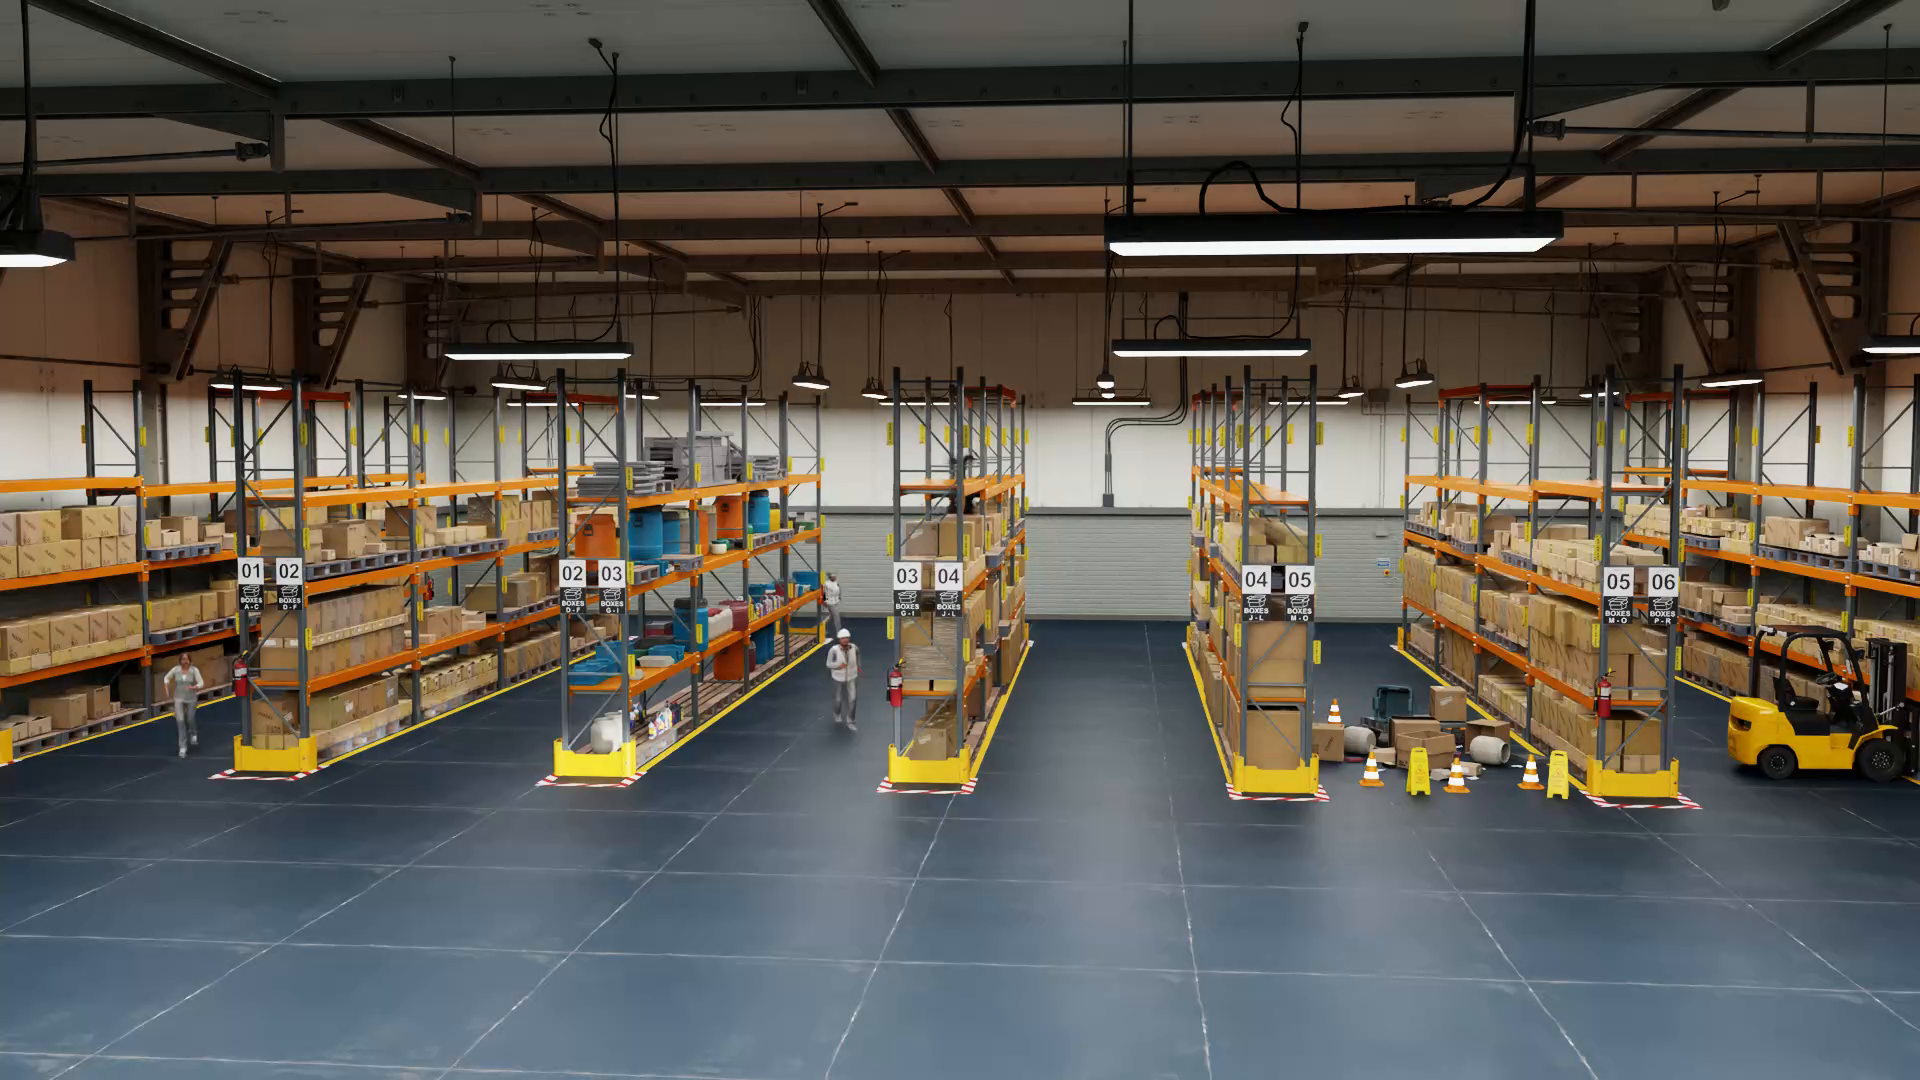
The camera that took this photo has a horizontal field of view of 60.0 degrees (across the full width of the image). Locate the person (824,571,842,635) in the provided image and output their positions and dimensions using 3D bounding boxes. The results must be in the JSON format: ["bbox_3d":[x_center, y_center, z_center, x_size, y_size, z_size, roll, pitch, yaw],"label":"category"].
[{"bbox_3d":[-3.211,1.589,41.339,0.880,1.672,0.631,2,4,23],"label":"person"}]

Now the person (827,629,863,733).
[{"bbox_3d":[-1.978,2.370,28.416,0.658,1.752,0.975,-1,4,-13],"label":"person"}]

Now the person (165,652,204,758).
[{"bbox_3d":[-12.255,2.566,26.291,0.571,1.621,0.869,-1,4,-23],"label":"person"}]
